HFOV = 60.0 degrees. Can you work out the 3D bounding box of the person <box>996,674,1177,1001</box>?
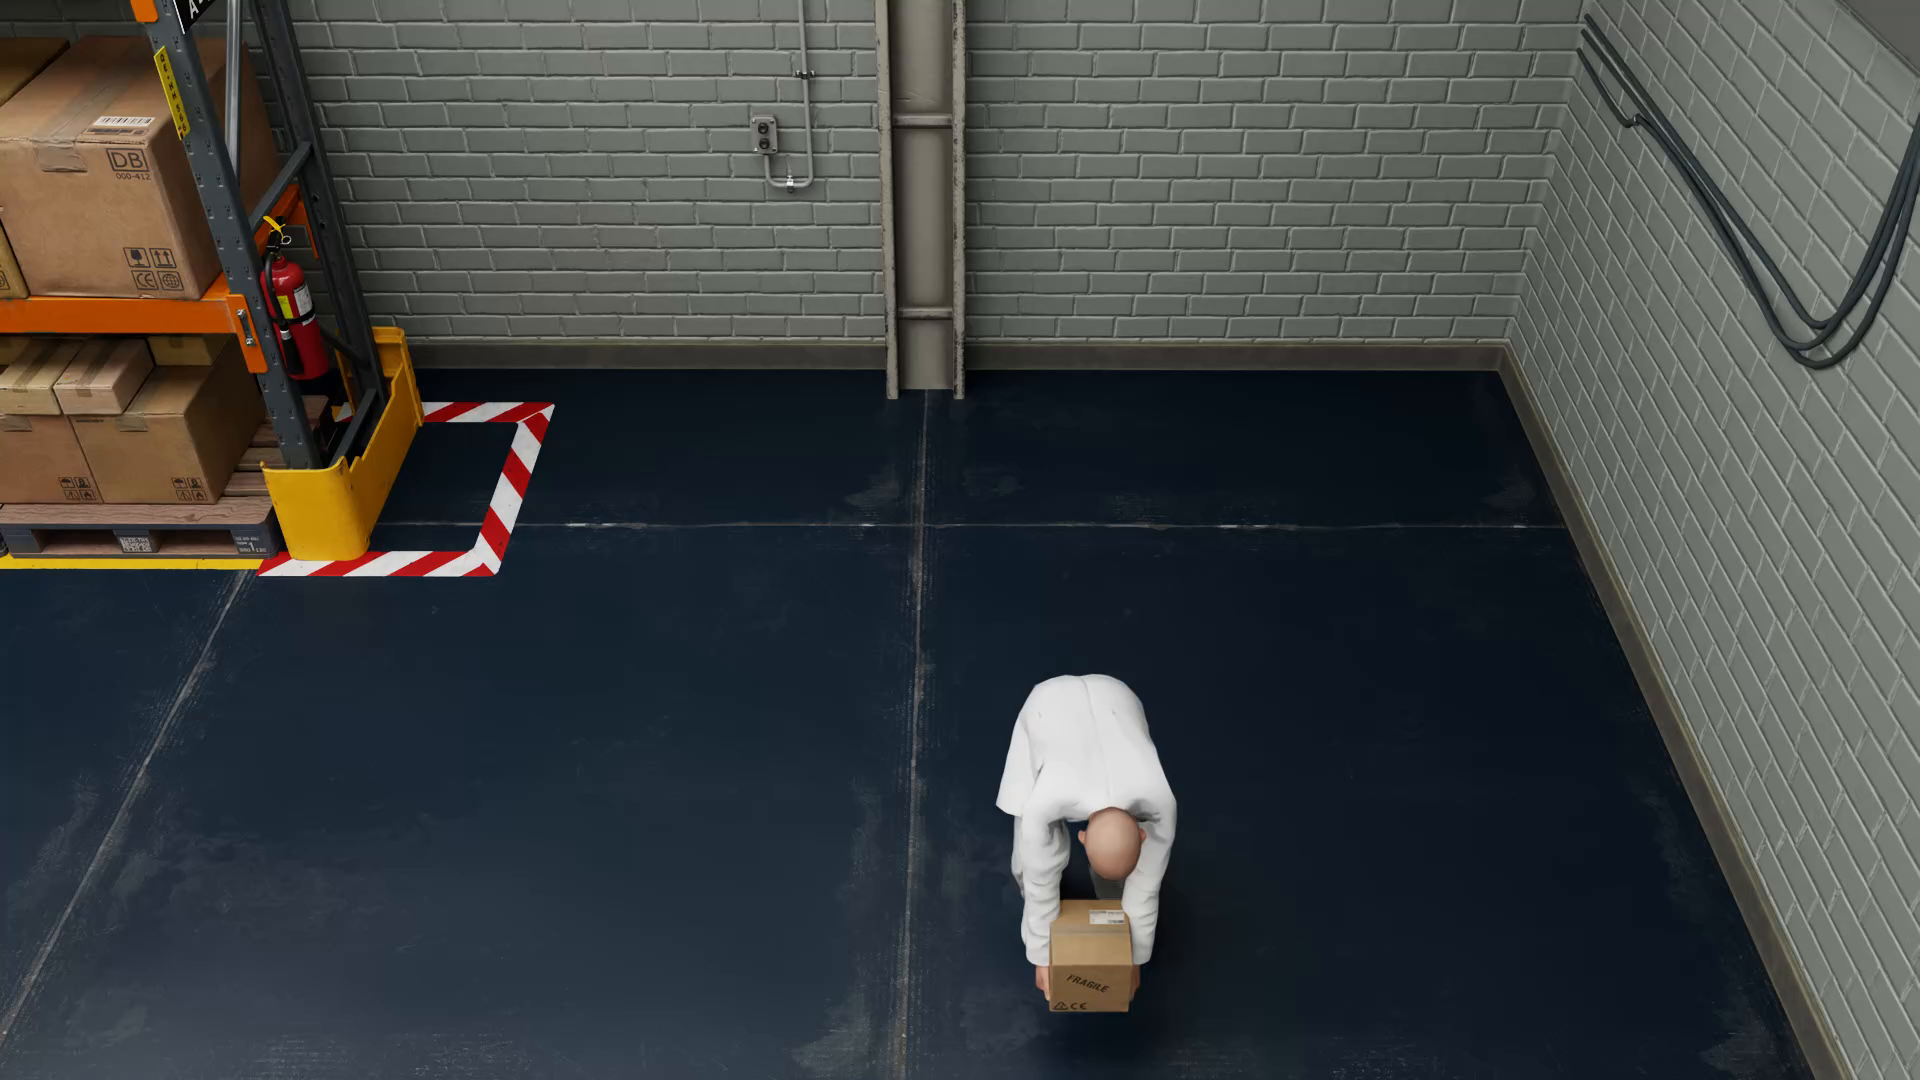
[{"bbox_3d":[0.419,1.025,5.446,0.587,1.094,0.930,-2,39,-2],"label":"person"}]
